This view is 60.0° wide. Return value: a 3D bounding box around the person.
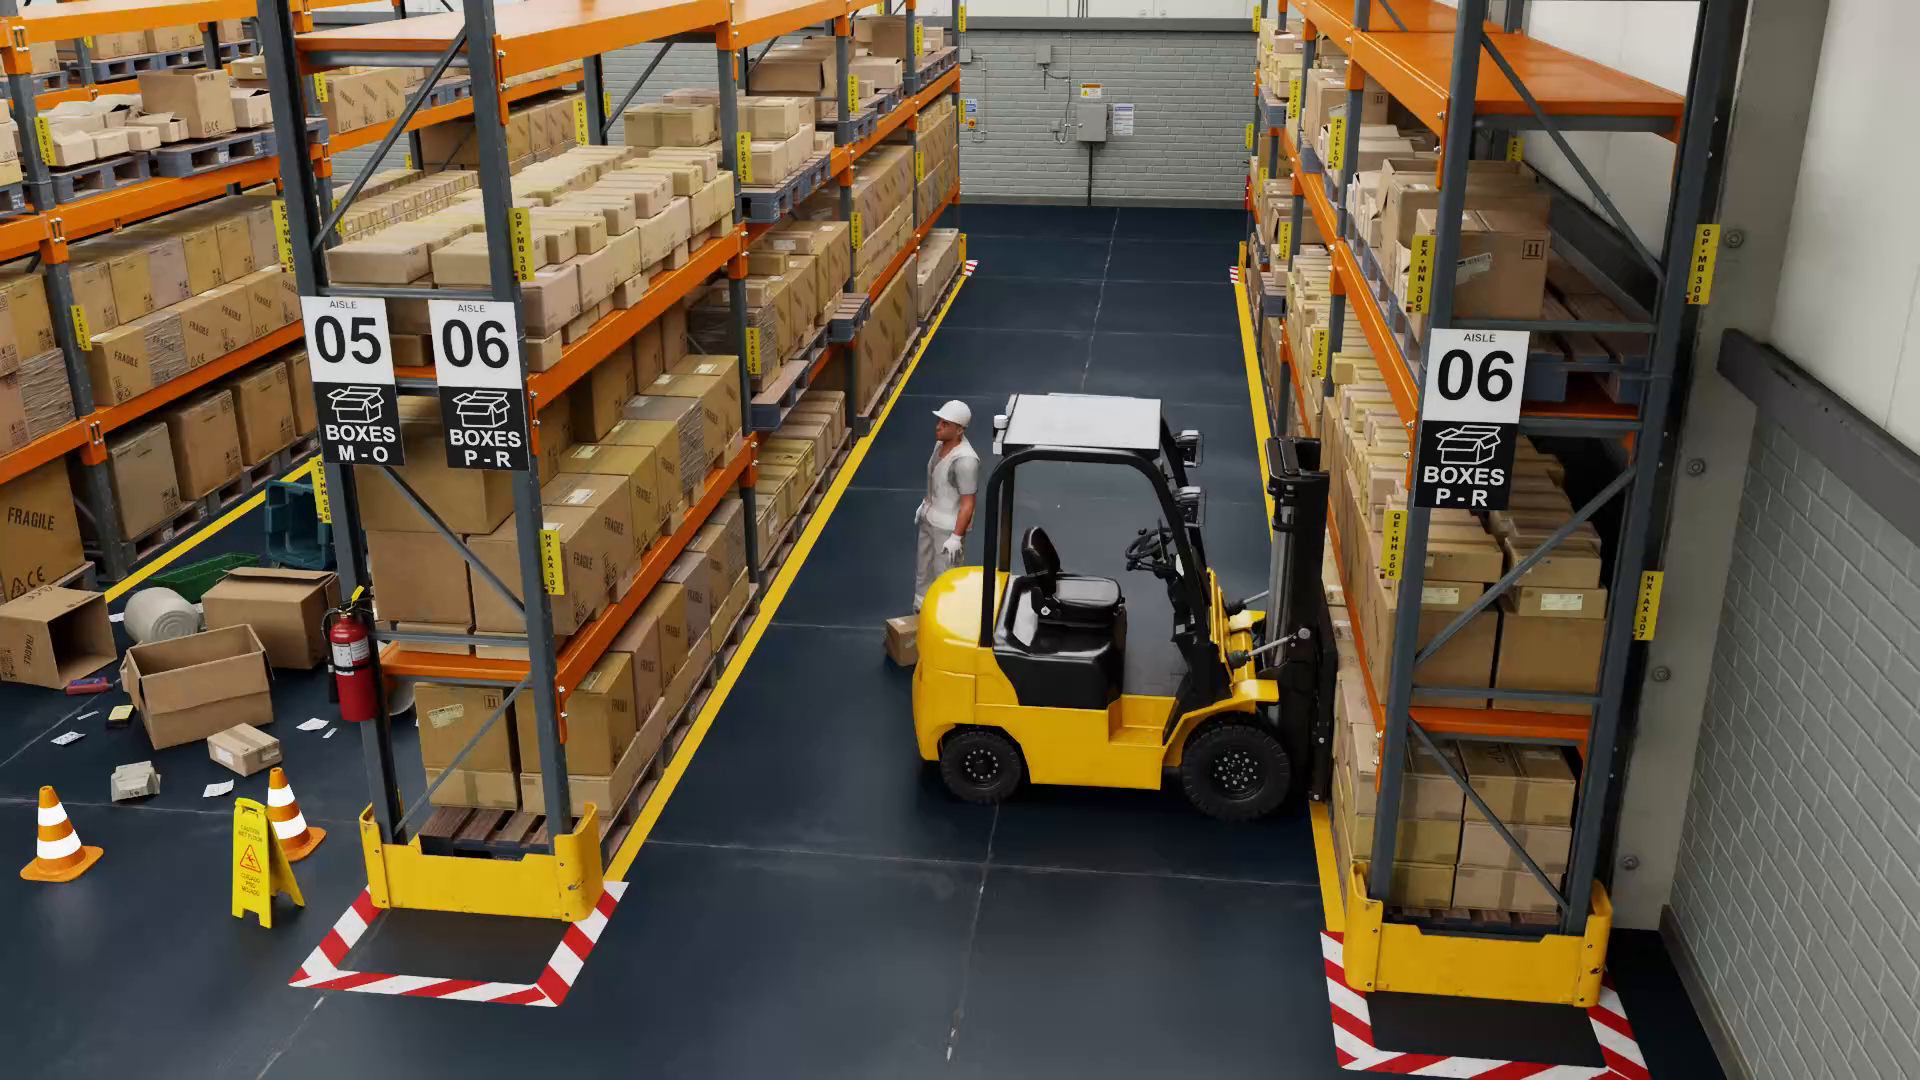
[{"bbox_3d":[-0.179,-0.076,11.221,0.563,1.789,0.638,-8,22,-21],"label":"person"}]
